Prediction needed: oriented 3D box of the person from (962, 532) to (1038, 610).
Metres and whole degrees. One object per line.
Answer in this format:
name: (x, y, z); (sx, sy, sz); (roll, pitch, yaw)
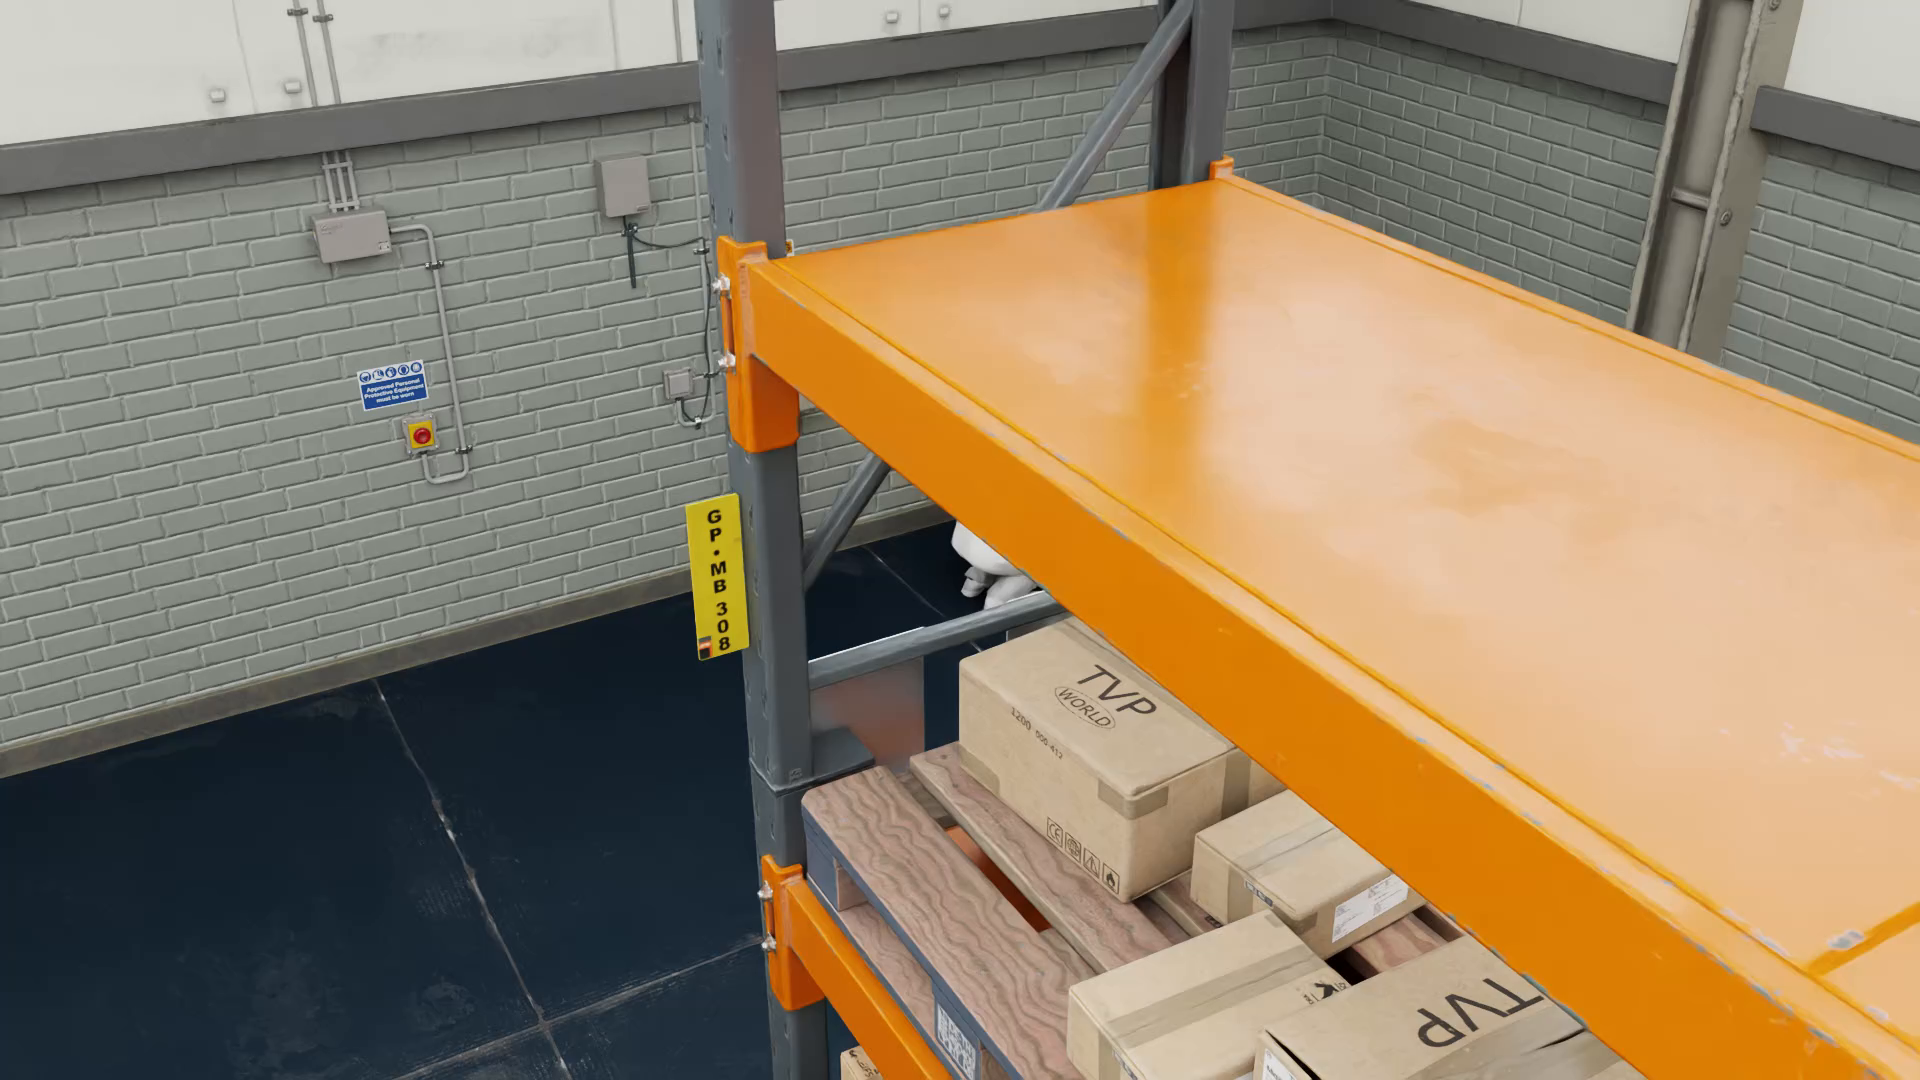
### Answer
person: (0.307, -0.443, 9.442); (0.602, 1.743, 0.534); (-16, 33, -27)
